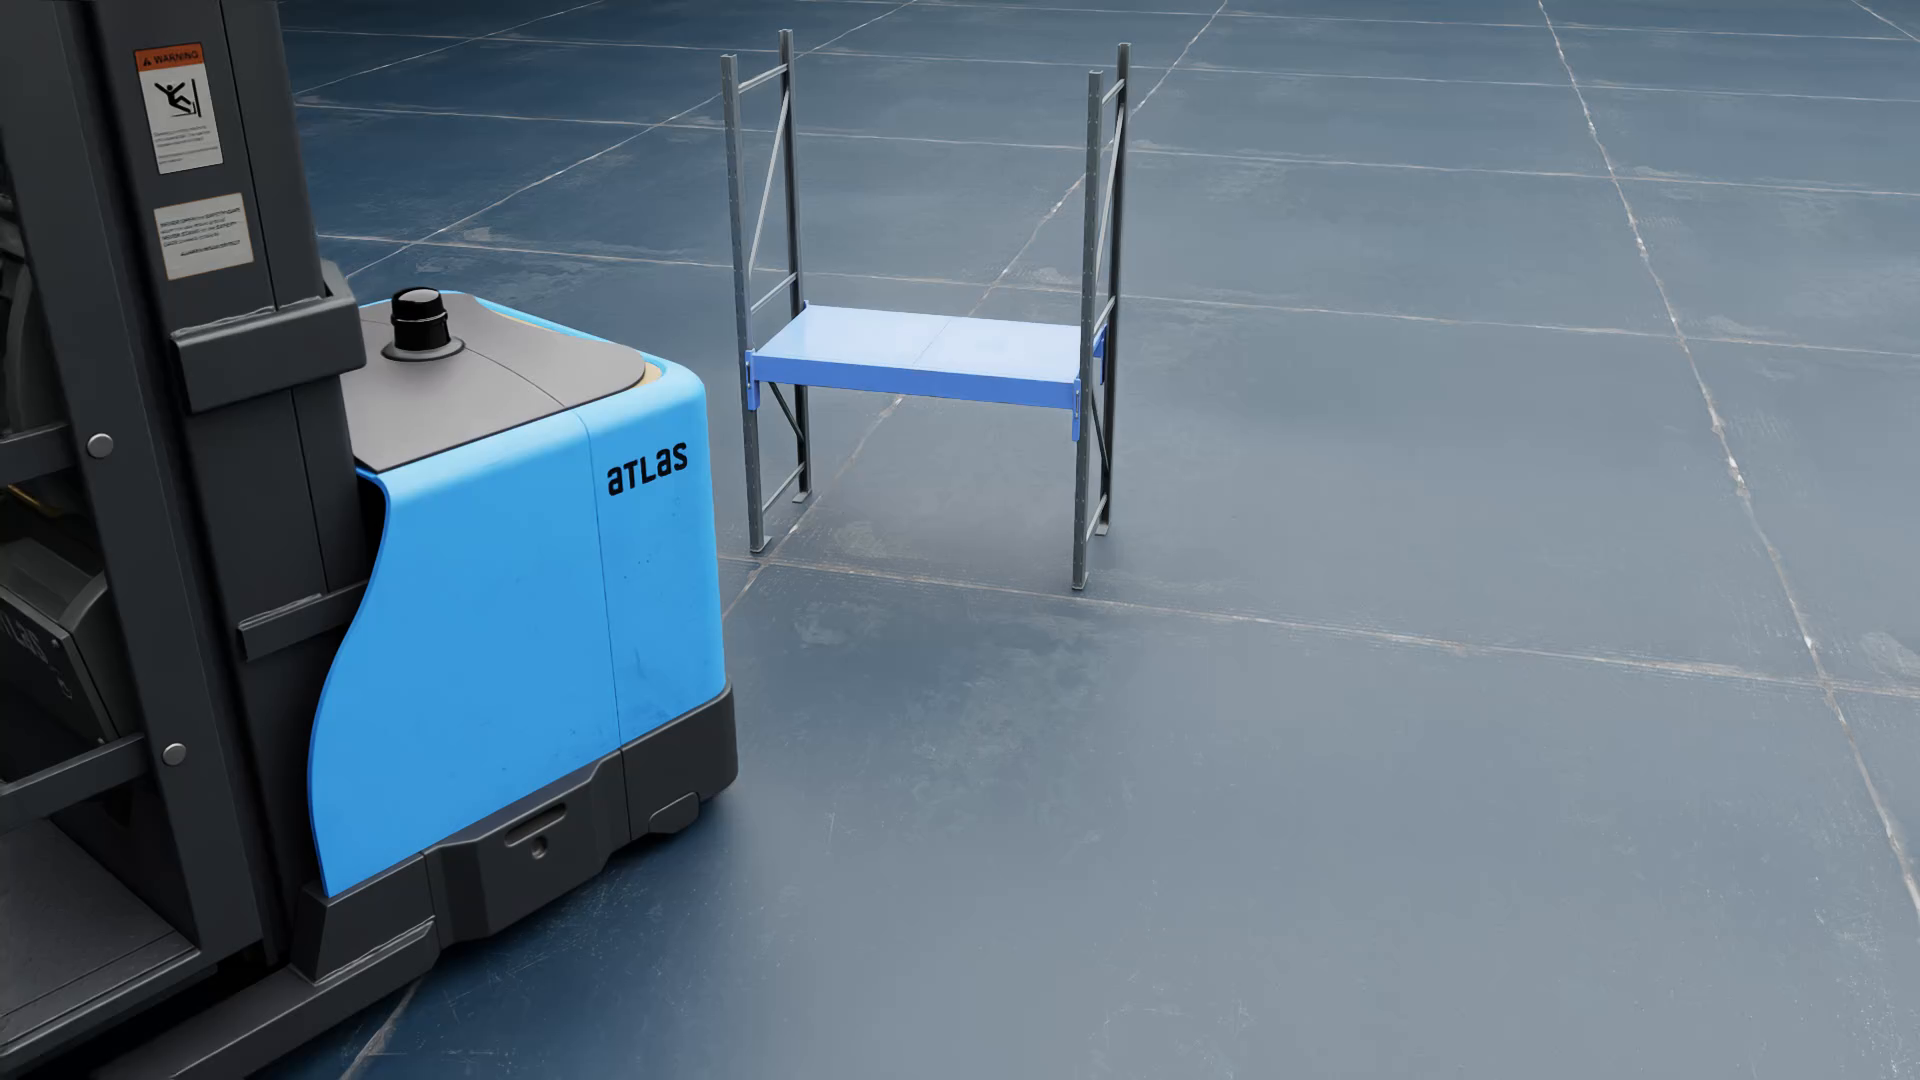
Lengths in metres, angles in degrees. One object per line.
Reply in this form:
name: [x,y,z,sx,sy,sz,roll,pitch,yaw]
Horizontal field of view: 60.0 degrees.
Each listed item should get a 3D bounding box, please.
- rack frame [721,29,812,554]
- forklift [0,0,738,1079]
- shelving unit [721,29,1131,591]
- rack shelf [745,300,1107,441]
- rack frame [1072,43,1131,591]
rack frame: [-0.575,-0.741,5.061,0.032,1.500,0.500,6,26,13]
forklift: [-1.865,-0.366,2.608,1.130,2.935,3.031,20,32,36]
shelving unit: [-0.083,-0.686,4.947,1.048,1.500,0.538,6,26,13]
rack shelf: [-0.083,-0.524,5.024,1.000,0.185,0.538,6,26,13]
rack frame: [0.410,-0.632,4.832,0.032,1.500,0.500,6,26,13]
